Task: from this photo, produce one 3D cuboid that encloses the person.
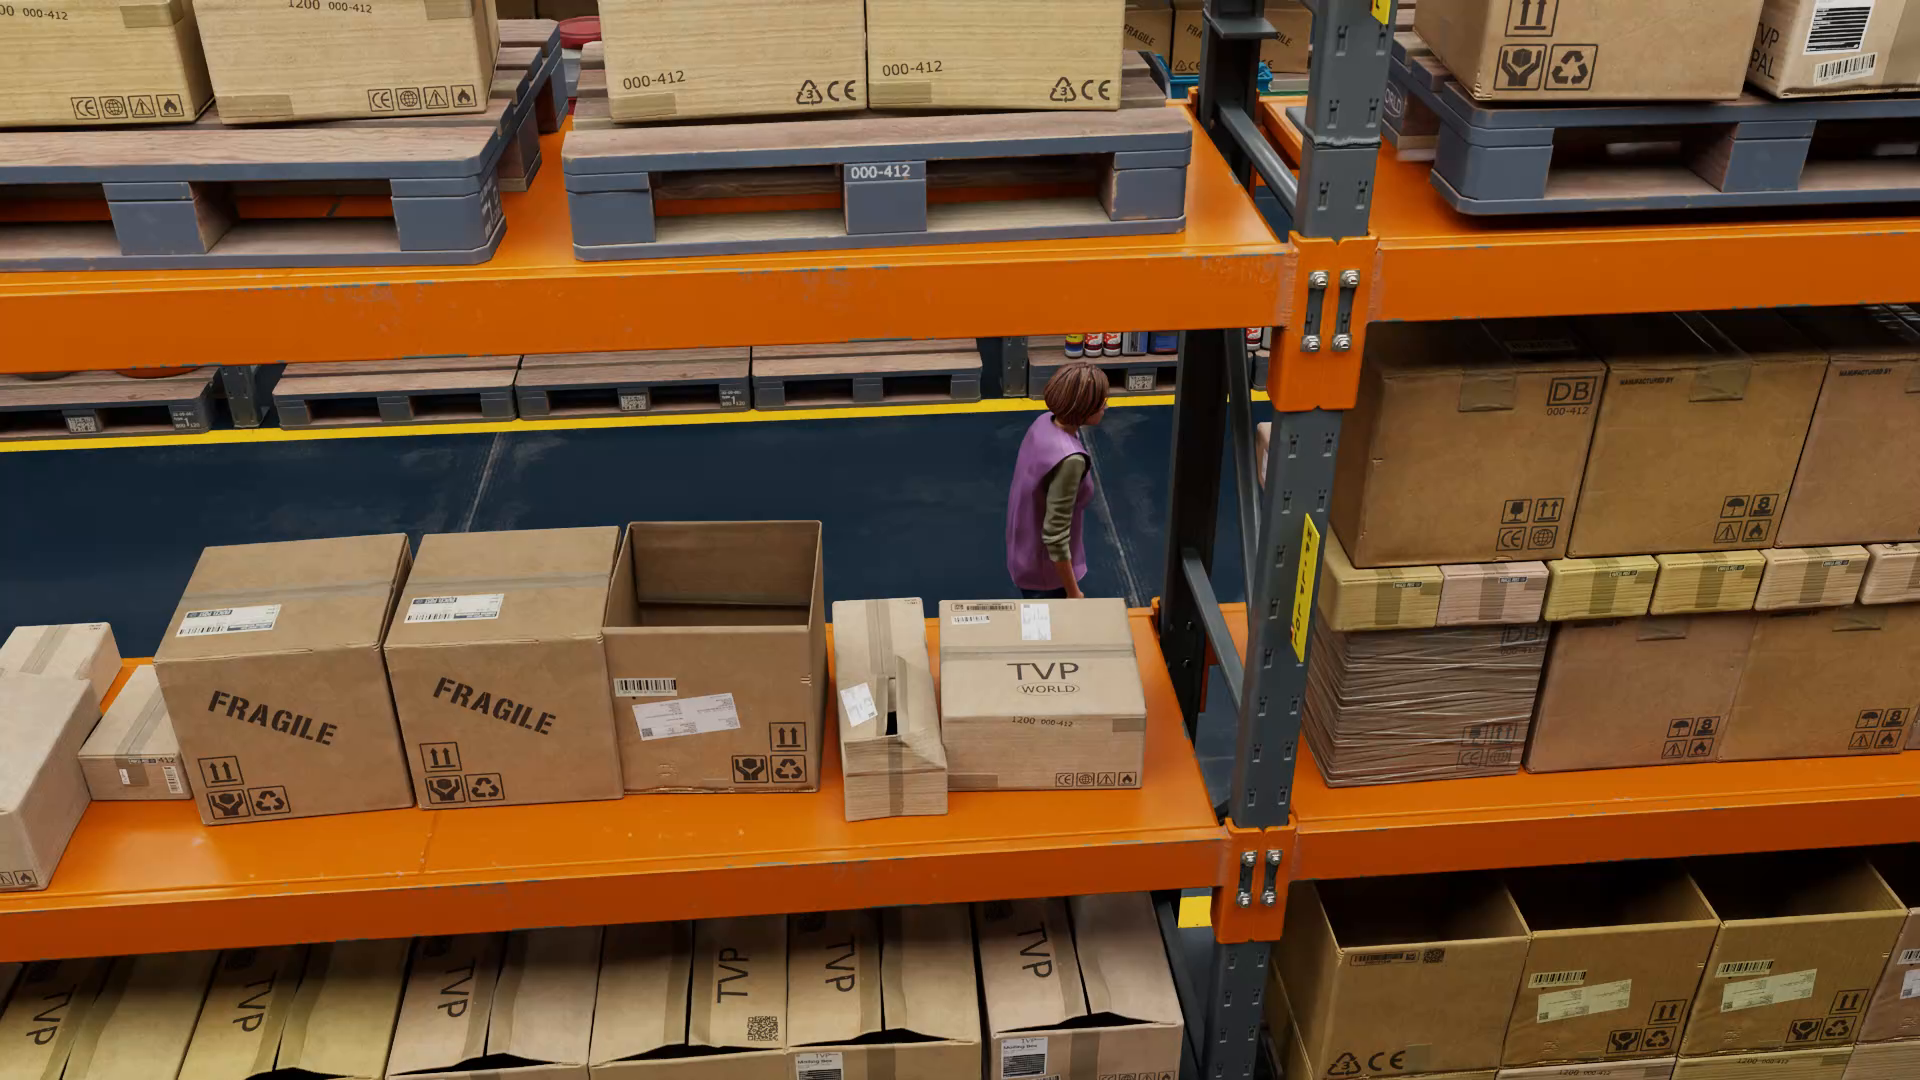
[{"bbox_3d":[0.343,0.106,5.970,0.343,1.594,0.462,-1,32,-1],"label":"person"}]
